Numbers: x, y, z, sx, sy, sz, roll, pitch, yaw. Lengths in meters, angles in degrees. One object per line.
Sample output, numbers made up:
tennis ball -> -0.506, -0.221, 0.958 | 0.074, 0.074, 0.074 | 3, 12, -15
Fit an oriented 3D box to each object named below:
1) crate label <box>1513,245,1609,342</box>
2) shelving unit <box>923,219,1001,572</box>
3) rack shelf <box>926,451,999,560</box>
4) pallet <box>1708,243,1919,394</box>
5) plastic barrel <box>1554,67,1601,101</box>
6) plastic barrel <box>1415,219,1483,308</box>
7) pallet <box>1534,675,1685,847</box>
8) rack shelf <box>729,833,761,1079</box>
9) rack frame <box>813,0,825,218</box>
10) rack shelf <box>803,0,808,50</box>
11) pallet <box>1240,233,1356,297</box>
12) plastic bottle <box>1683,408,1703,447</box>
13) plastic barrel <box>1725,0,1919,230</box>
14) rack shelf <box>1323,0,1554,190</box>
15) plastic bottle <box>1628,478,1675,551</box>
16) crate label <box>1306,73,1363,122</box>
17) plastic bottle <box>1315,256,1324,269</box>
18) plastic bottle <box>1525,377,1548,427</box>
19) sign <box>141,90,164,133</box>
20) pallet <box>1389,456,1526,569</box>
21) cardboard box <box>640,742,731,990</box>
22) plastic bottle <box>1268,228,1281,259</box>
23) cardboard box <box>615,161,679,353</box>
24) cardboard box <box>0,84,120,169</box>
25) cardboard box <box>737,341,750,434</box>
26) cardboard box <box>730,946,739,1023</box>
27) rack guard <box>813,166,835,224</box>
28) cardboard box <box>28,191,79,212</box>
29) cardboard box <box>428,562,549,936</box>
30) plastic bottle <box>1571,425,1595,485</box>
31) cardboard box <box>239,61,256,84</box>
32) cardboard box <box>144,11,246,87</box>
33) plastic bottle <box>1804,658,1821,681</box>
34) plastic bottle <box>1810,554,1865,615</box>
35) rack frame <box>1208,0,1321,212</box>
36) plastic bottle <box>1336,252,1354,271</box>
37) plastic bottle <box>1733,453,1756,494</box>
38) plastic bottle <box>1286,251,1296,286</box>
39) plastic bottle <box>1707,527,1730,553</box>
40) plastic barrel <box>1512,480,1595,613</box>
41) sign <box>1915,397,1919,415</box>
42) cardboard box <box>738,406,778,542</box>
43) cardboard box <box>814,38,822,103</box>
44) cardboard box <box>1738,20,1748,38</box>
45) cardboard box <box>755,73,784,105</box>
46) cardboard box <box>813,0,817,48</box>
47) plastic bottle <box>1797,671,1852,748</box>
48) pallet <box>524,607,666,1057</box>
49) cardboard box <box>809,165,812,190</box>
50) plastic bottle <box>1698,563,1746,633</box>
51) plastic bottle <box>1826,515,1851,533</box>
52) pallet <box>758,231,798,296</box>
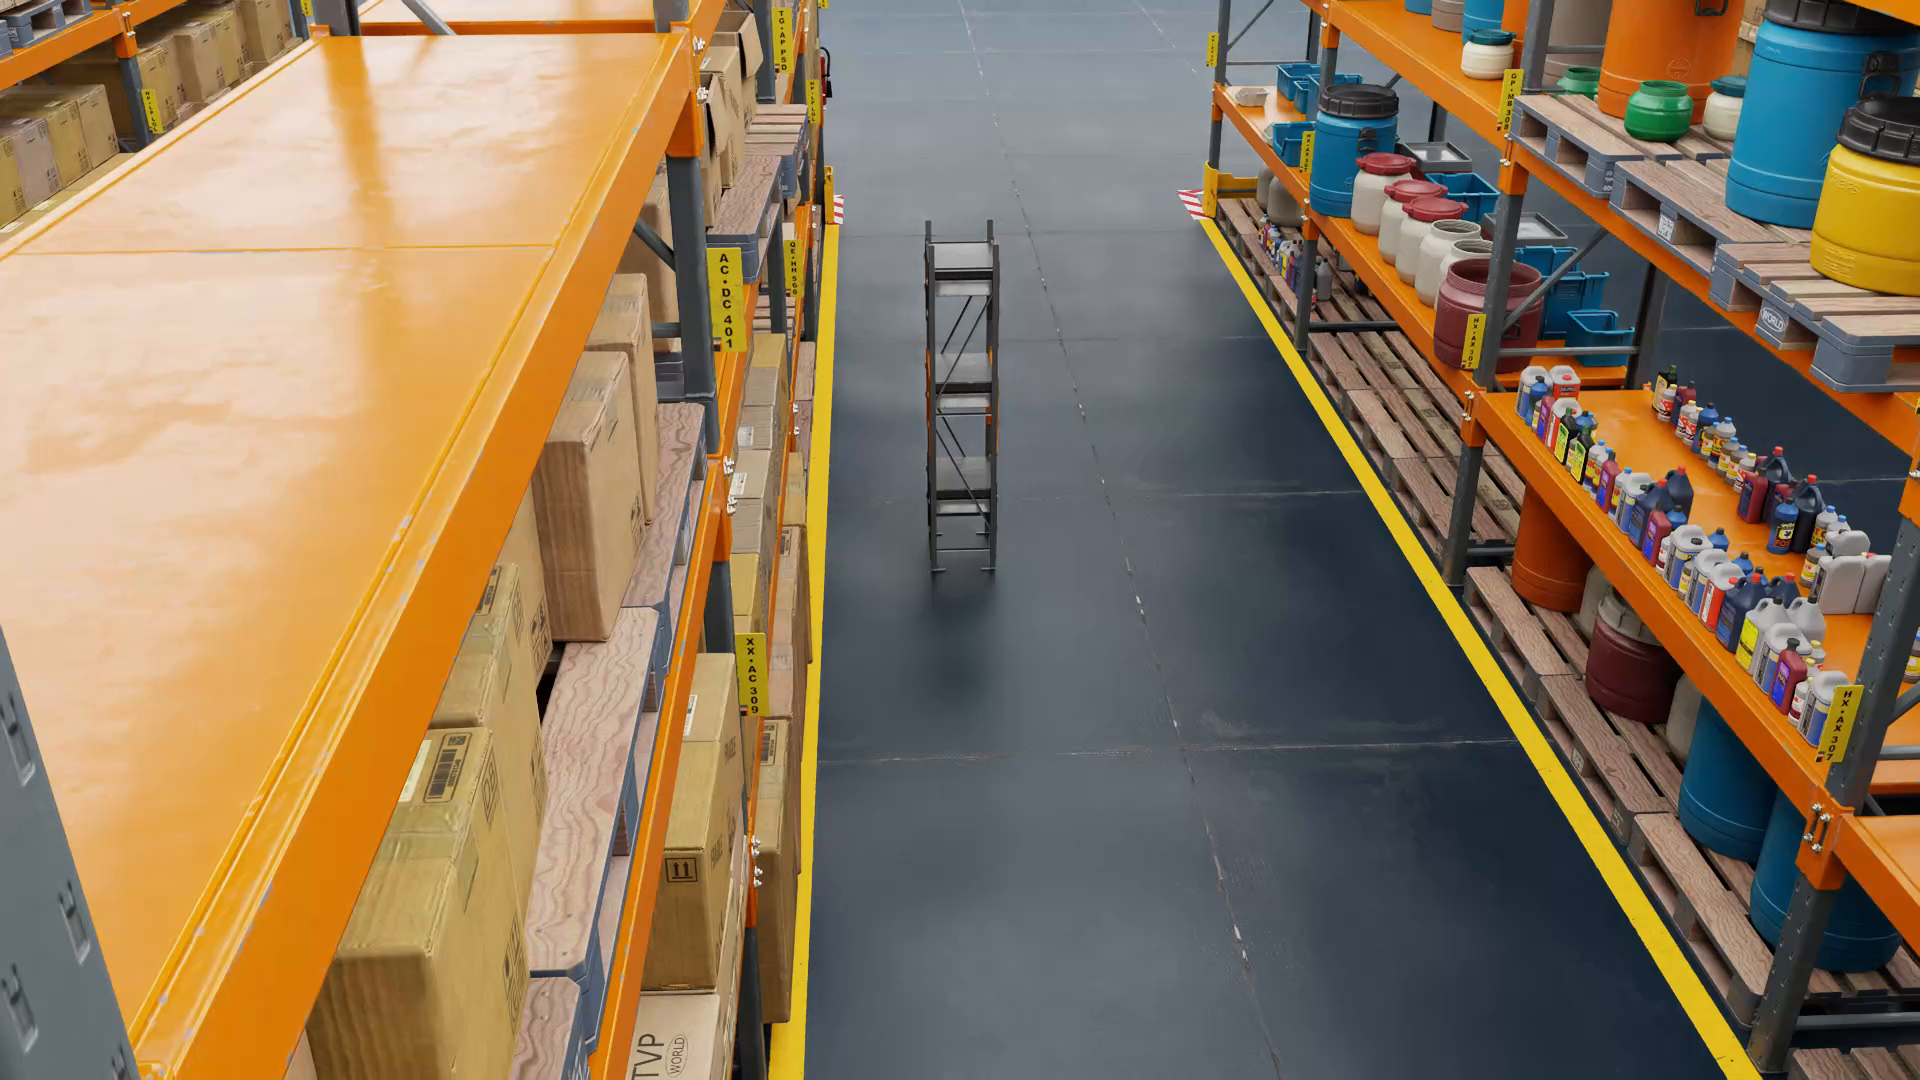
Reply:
crate label -> 3.701, -1.559, 10.457 | 0.502, 0.435, 0.616 | -1, 28, -3
shelving unit -> 0.009, -0.855, 10.118 | 0.431, 2.100, 0.503 | -1, 28, -3
rack shelf -> 0.009, -0.222, 10.448 | 0.431, 0.518, 0.480 | -1, 28, -3
pallet -> 3.554, -0.836, 6.071 | 1.213, 0.211, 1.003 | -1, 28, -3
plastic barrel -> 3.419, -2.452, 9.131 | 0.294, 0.245, 0.294 | 0, 28, 0
plastic barrel -> 3.194, -1.792, 10.821 | 0.421, 0.512, 0.421 | 0, 28, 0
pallet -> 3.627, 1.084, 8.444 | 1.003, 0.211, 1.213 | -1, 28, -3
rack shelf -> -1.150, 2.132, 4.197 | 1.077, 0.370, 4.000 | -1, 28, -3
rack frame -> -1.881, -4.653, 16.427 | 1.000, 3.000, 0.127 | -1, 28, -3
rack shelf -> -1.776, -4.740, 14.129 | 1.077, 0.370, 4.000 | -1, 28, -3
pallet -> 3.214, -2.565, 15.439 | 1.003, 0.211, 1.213 | -1, 28, -3
plastic bottle -> 3.935, -0.608, 8.887 | 0.097, 0.201, 0.097 | 0, 28, 0
plastic barrel -> 3.450, -1.754, 6.629 | 0.600, 0.901, 0.708 | -1, 28, -3
rack shelf -> 3.379, -3.012, 10.816 | 1.077, 0.370, 4.000 | -1, 28, -3
plastic bottle -> 3.260, -0.134, 7.817 | 0.144, 0.351, 0.185 | -1, 28, -3
crate label -> 3.432, -3.945, 15.031 | 0.502, 0.435, 0.616 | -1, 28, -3
plastic bottle -> 3.090, -2.307, 14.399 | 0.152, 0.276, 0.135 | -1, 28, -3
plastic bottle -> 3.162, -0.759, 9.101 | 0.097, 0.271, 0.097 | 0, 28, 0
sign -> -6.089, -3.228, 12.530 | 0.100, 0.325, 0.005 | -1, 28, -3
pallet -> 3.482, -0.200, 10.905 | 1.003, 0.211, 1.213 | -1, 28, -3
cardboard box -> -0.941, 0.928, 4.756 | 0.500, 0.500, 0.500 | -1, 28, -2
plastic bottle -> 2.872, -2.708, 15.174 | 0.097, 0.271, 0.097 | 0, 28, 0
cardboard box -> -1.294, -0.939, 5.501 | 0.700, 0.500, 0.500 | -1, 28, -1
cardboard box -> -6.598, -2.991, 12.052 | 0.700, 0.500, 0.500 | -2, 28, -4
cardboard box -> -1.410, -0.808, 7.863 | 0.797, 0.503, 0.637 | -1, 28, -1
cardboard box -> -0.884, 1.371, 5.150 | 0.380, 0.149, 0.250 | -2, 28, -4
rack guard -> -1.877, -3.509, 16.938 | 1.175, 0.500, 0.348 | -1, 28, -3
cardboard box -> -6.283, -2.075, 11.378 | 0.500, 0.500, 0.500 | -1, 28, -2
cardboard box -> -1.110, 0.392, 2.840 | 0.700, 0.500, 0.500 | -3, 28, -6
plastic bottle -> 3.181, -0.435, 8.467 | 0.061, 0.283, 0.133 | -1, 28, -3
cardboard box -> -6.820, -3.961, 14.938 | 0.875, 0.550, 0.550 | -1, 28, -3
cardboard box -> -6.686, -4.197, 14.224 | 0.875, 0.550, 0.500 | -1, 28, -3
plastic bottle -> 3.369, 0.567, 6.633 | 0.097, 0.201, 0.097 | 0, 28, 0
plastic bottle -> 3.848, 0.178, 7.300 | 0.152, 0.276, 0.135 | -1, 28, -3
rack frame -> 3.066, -4.772, 16.656 | 1.000, 3.000, 0.127 | -1, 28, -3
plastic bottle -> 3.468, -2.564, 14.891 | 0.152, 0.276, 0.135 | -1, 28, -3
plastic bottle -> 3.966, -0.338, 8.370 | 0.097, 0.201, 0.097 | 0, 28, 0
plastic bottle -> 2.893, -2.369, 14.510 | 0.061, 0.283, 0.133 | 0, 28, 1
plastic bottle -> 3.408, 0.070, 7.512 | 0.097, 0.271, 0.097 | 0, 28, 0
plastic barrel -> 3.526, -0.076, 9.545 | 0.600, 0.830, 0.708 | -1, 28, -3
sign -> 3.143, -0.552, 5.312 | 0.100, 0.325, 0.005 | -1, 28, -3
cardboard box -> -1.139, -0.311, 7.994 | 0.500, 0.500, 0.500 | -2, 28, -4
cardboard box -> -1.733, -4.346, 15.410 | 0.875, 0.500, 0.500 | -1, 28, -3
cardboard box -> 7.818, -5.036, 16.352 | 0.380, 0.149, 0.250 | -2, 28, -3
cardboard box -> -1.233, -2.445, 9.113 | 0.500, 0.250, 0.500 | -1, 28, -2
cardboard box -> -1.573, -4.793, 15.186 | 0.500, 0.500, 0.500 | -1, 28, -3
plastic bottle -> 3.349, 0.650, 6.394 | 0.152, 0.276, 0.135 | -1, 28, -3
pallet -> -1.161, 0.538, 3.326 | 1.003, 0.211, 1.213 | -1, 28, -3
cardboard box -> -1.383, -2.916, 13.370 | 0.380, 0.149, 0.250 | -1, 28, -3
plastic bottle -> 3.303, 0.249, 7.164 | 0.152, 0.276, 0.135 | -1, 28, -3
plastic bottle -> 4.009, 0.015, 7.618 | 0.097, 0.271, 0.097 | 0, 28, 0
pallet -> -1.607, -1.786, 11.139 | 1.003, 0.211, 1.213 | -1, 28, -3
